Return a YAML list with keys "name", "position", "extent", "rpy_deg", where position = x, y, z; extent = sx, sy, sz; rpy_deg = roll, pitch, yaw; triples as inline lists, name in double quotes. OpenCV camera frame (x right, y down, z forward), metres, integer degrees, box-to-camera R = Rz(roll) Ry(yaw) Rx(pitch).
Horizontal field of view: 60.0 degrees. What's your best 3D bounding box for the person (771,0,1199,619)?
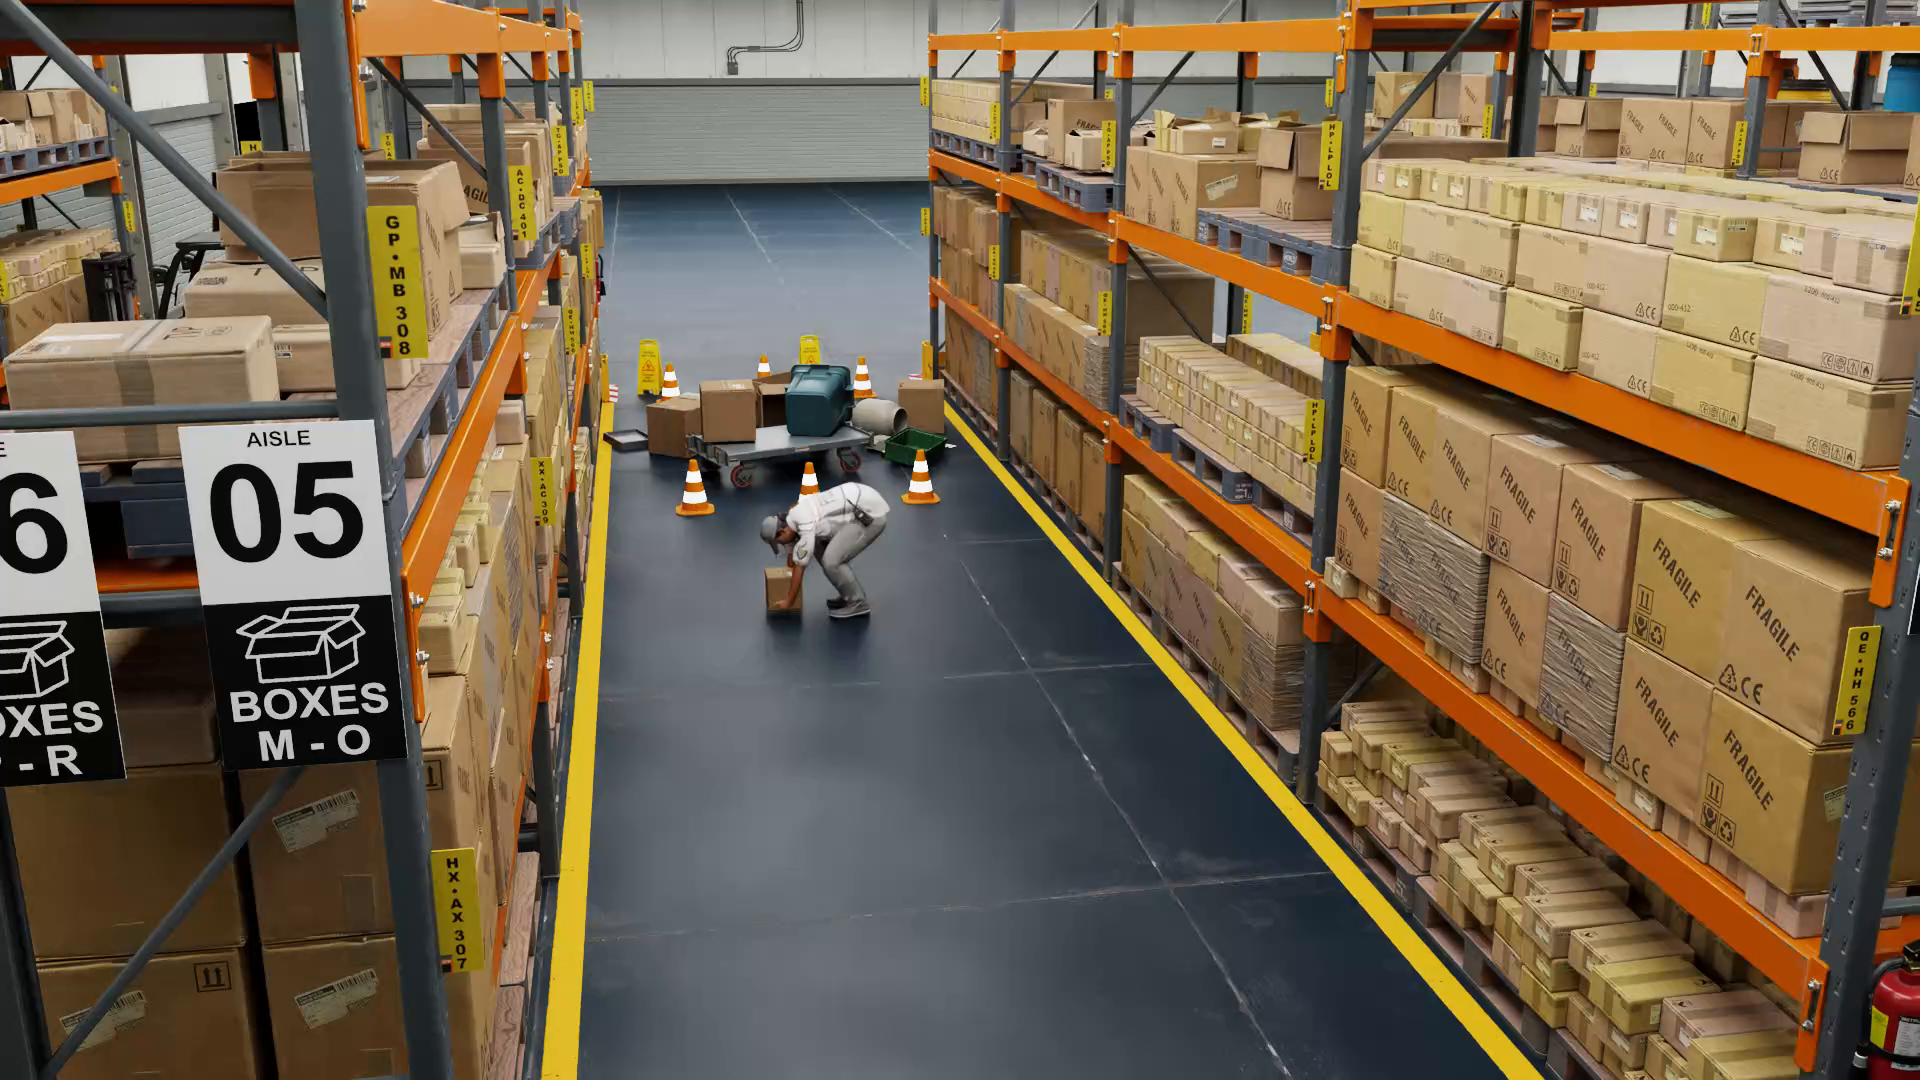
- name: "person"
  position: [3.004, -8.425, 31.862]
  extent: [18.753, 6.004, 40.149]
  rpy_deg: [-4, 17, -13]
